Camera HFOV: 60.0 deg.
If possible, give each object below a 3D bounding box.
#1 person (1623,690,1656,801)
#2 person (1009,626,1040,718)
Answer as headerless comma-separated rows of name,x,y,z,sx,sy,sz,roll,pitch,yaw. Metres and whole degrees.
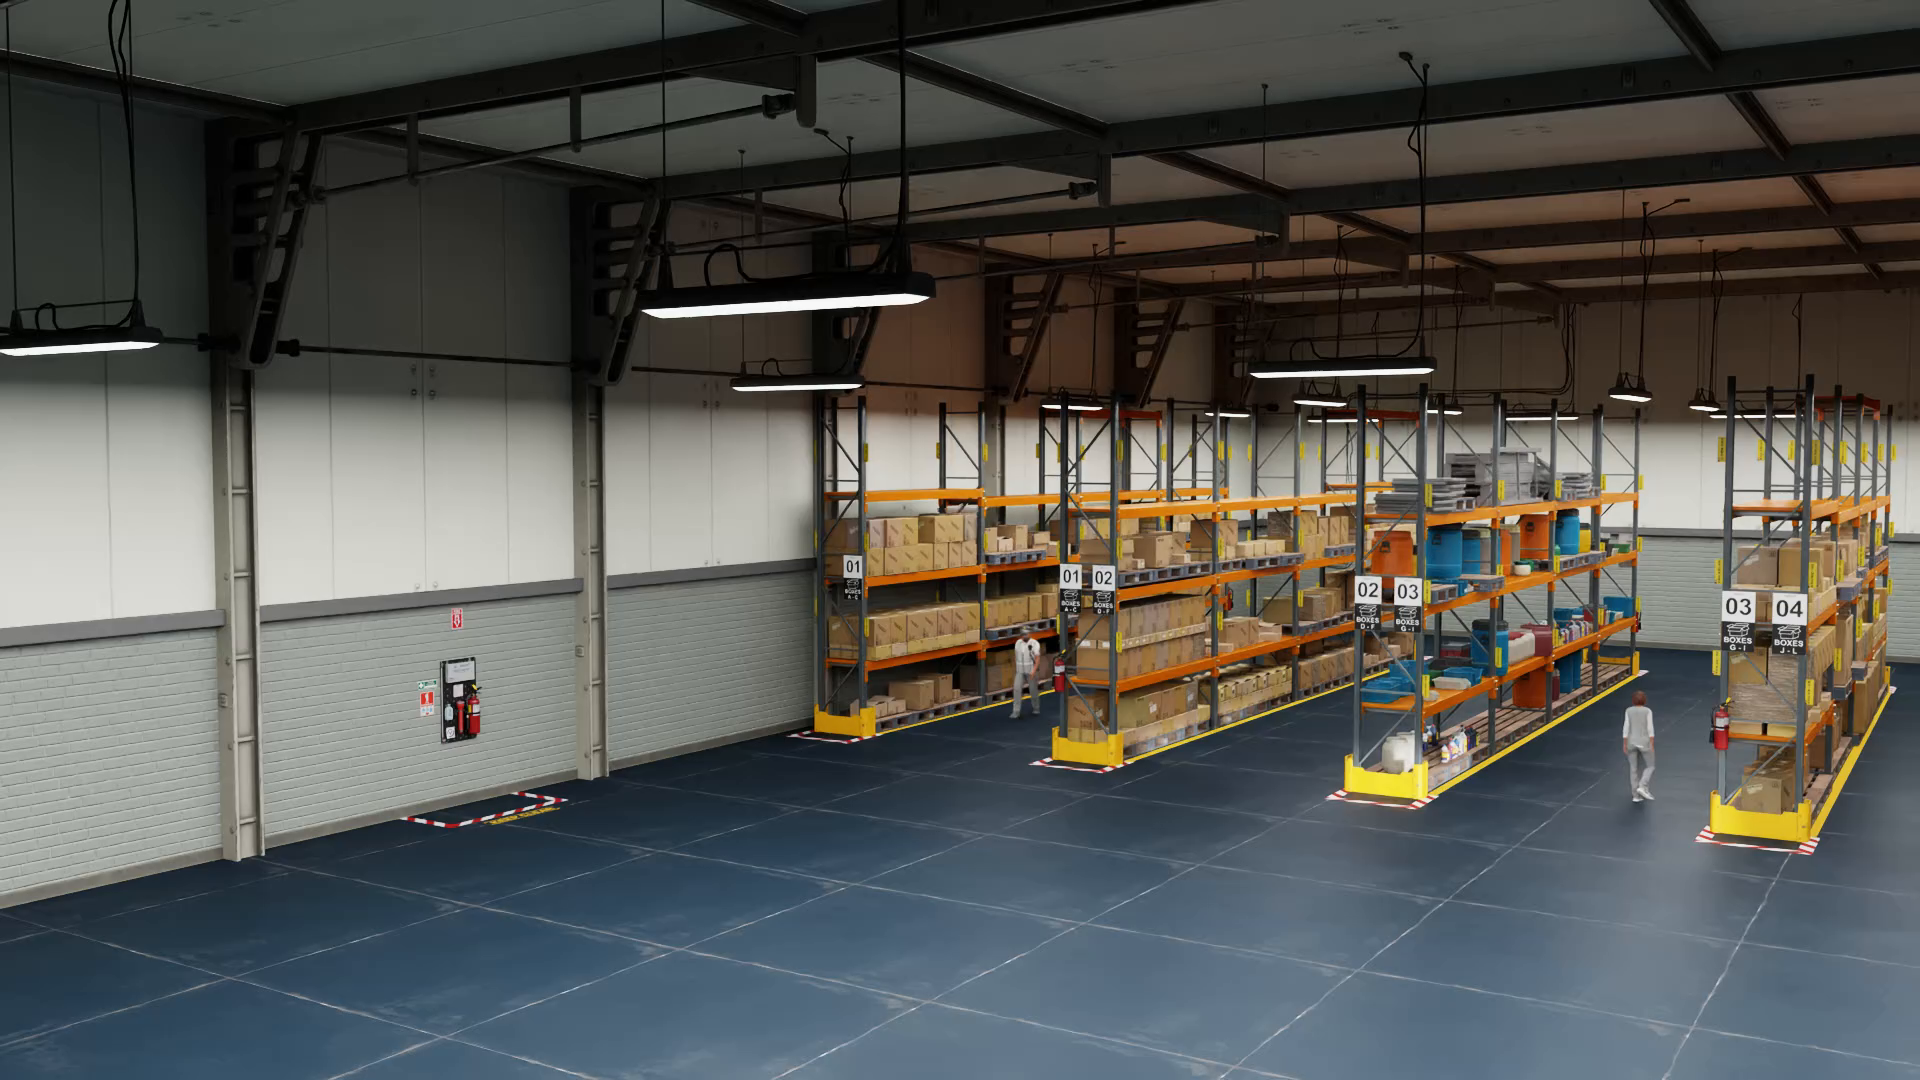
person,9.715,2.963,23.797,0.459,1.582,0.452,2,4,33
person,1.246,2.472,31.421,0.553,1.701,1.015,1,3,22
